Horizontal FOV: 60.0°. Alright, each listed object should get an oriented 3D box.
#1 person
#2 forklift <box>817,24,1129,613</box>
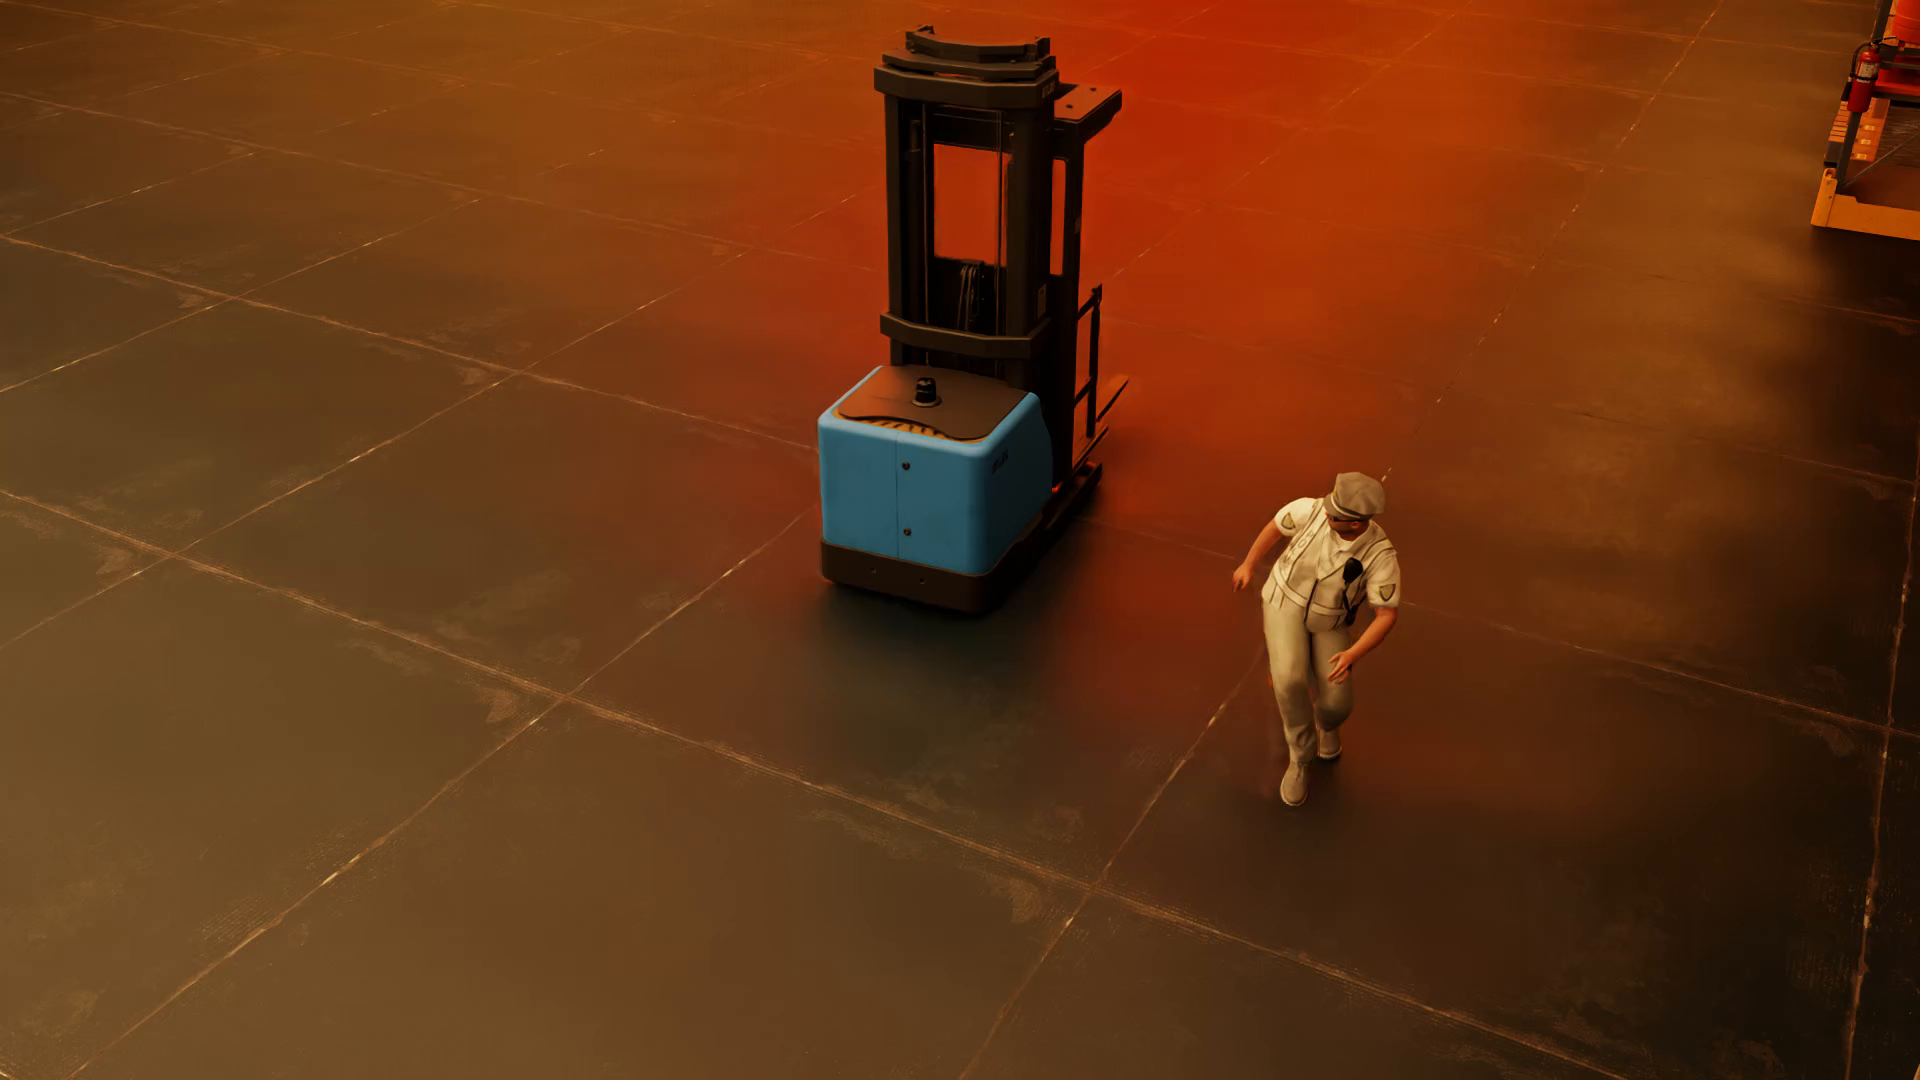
[{"bbox_3d":[1.629,0.399,7.758,0.774,1.584,0.791,7,31,11],"label":"person"},{"bbox_3d":[0.258,-1.585,9.817,1.130,2.935,3.031,12,32,20],"label":"forklift"}]
